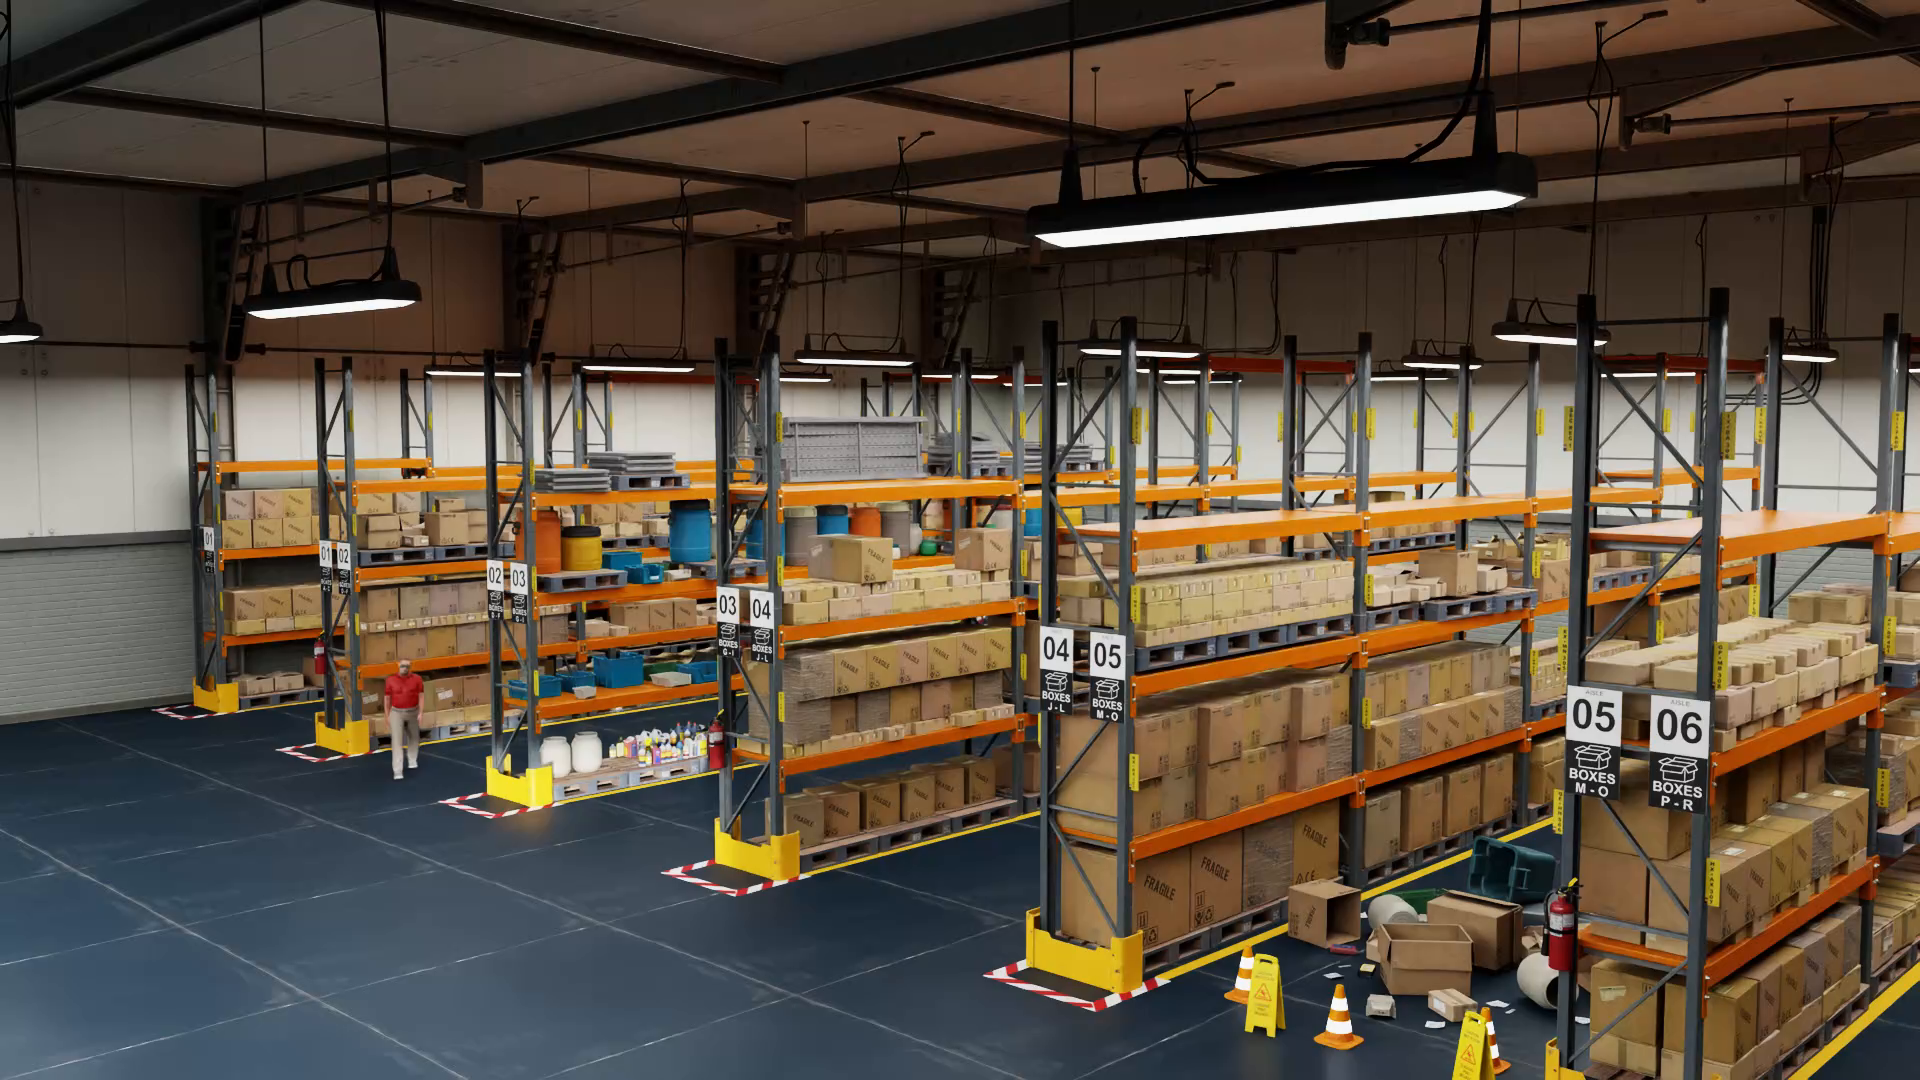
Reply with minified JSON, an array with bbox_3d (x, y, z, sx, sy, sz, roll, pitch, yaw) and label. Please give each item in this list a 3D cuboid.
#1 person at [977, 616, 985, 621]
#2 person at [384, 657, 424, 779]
[{"bbox_3d":[0.507,1.746,33.877,0.506,1.661,0.523,-2,5,-21],"label":"person"},{"bbox_3d":[-7.917,2.507,23.735,0.529,1.688,0.935,-3,5,-31],"label":"person"}]
